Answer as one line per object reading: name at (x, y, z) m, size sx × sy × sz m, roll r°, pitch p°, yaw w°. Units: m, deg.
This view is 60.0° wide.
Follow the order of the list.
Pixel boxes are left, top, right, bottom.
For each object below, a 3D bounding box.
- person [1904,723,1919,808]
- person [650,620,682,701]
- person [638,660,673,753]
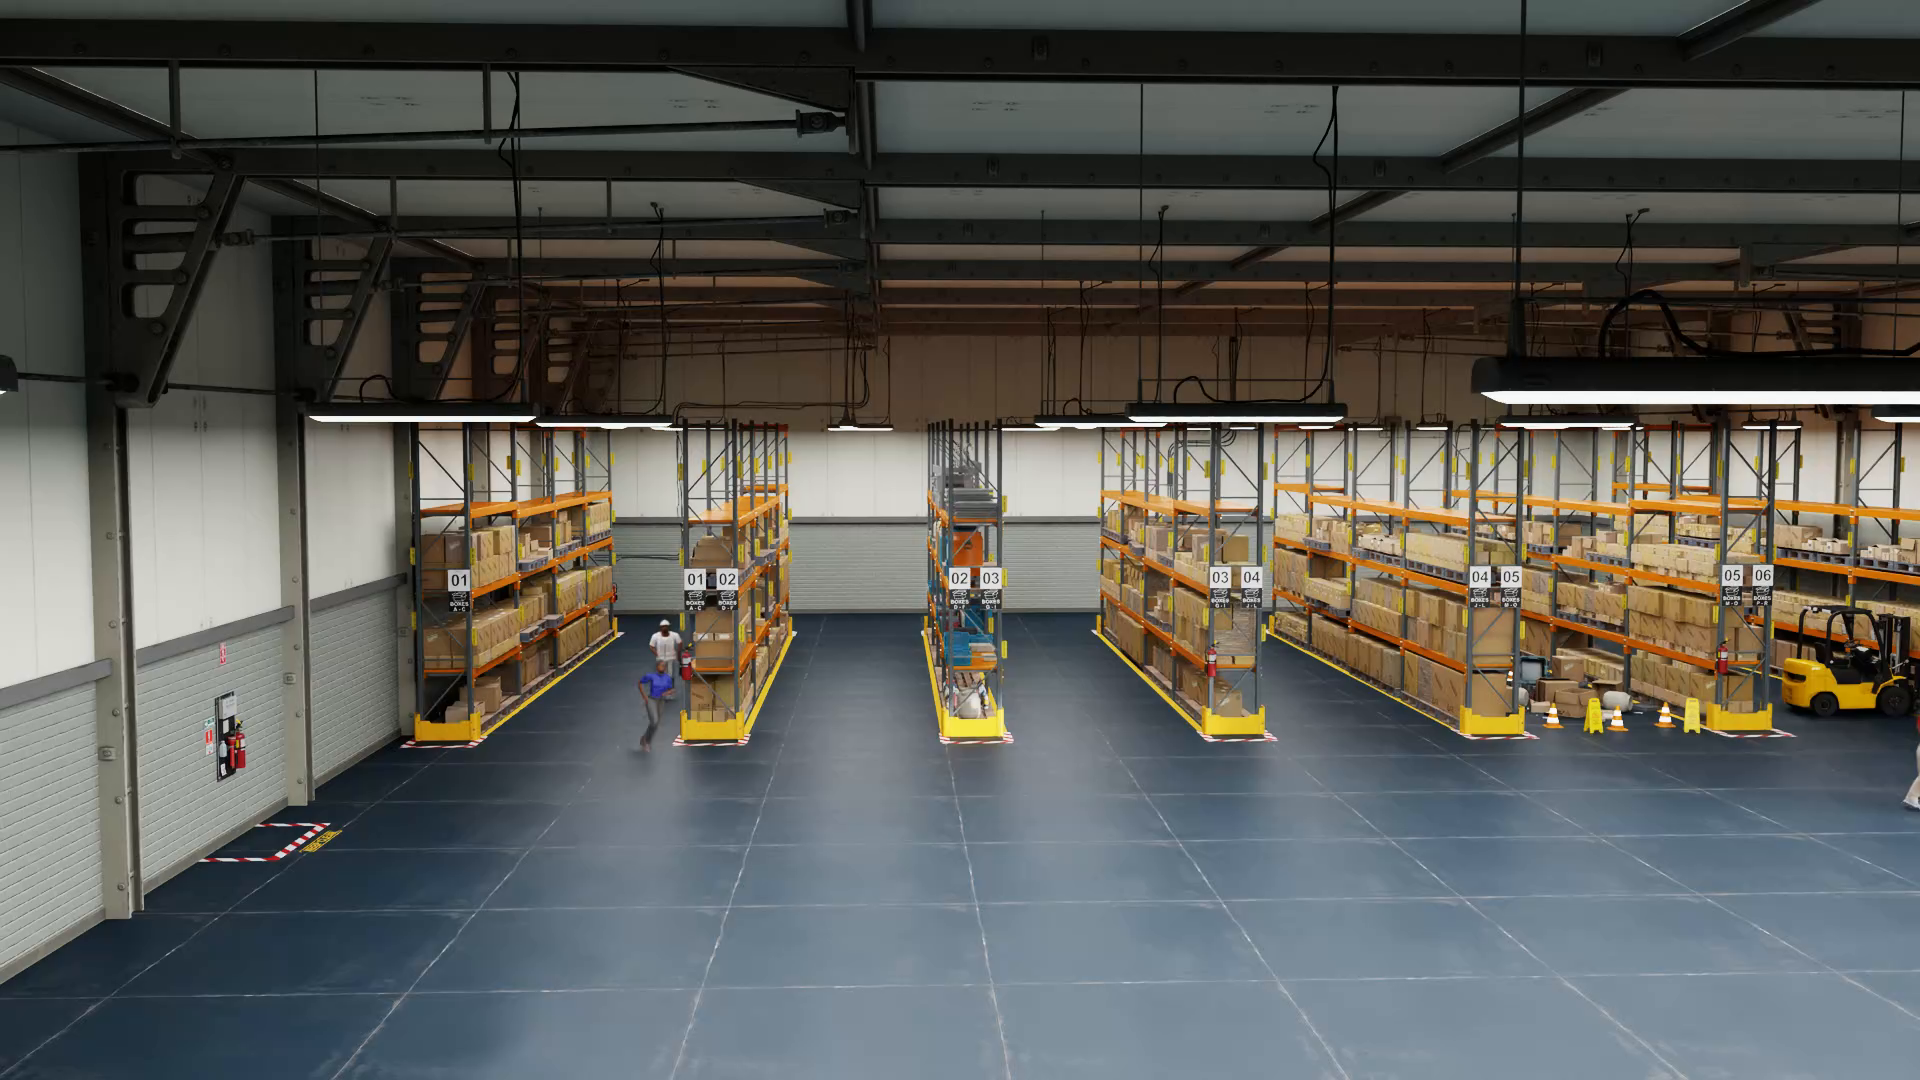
person at (14.750, 3.270, 25.151) m, size 0.650 × 1.787 × 0.752 m, roll -4°, pitch 5°, yaw -44°
person at (-6.298, 2.575, 35.530) m, size 0.666 × 1.751 × 0.670 m, roll 0°, pitch 4°, yaw -3°
person at (-5.510, 2.995, 30.064) m, size 0.612 × 1.665 × 0.651 m, roll -3°, pitch 5°, yaw -41°
